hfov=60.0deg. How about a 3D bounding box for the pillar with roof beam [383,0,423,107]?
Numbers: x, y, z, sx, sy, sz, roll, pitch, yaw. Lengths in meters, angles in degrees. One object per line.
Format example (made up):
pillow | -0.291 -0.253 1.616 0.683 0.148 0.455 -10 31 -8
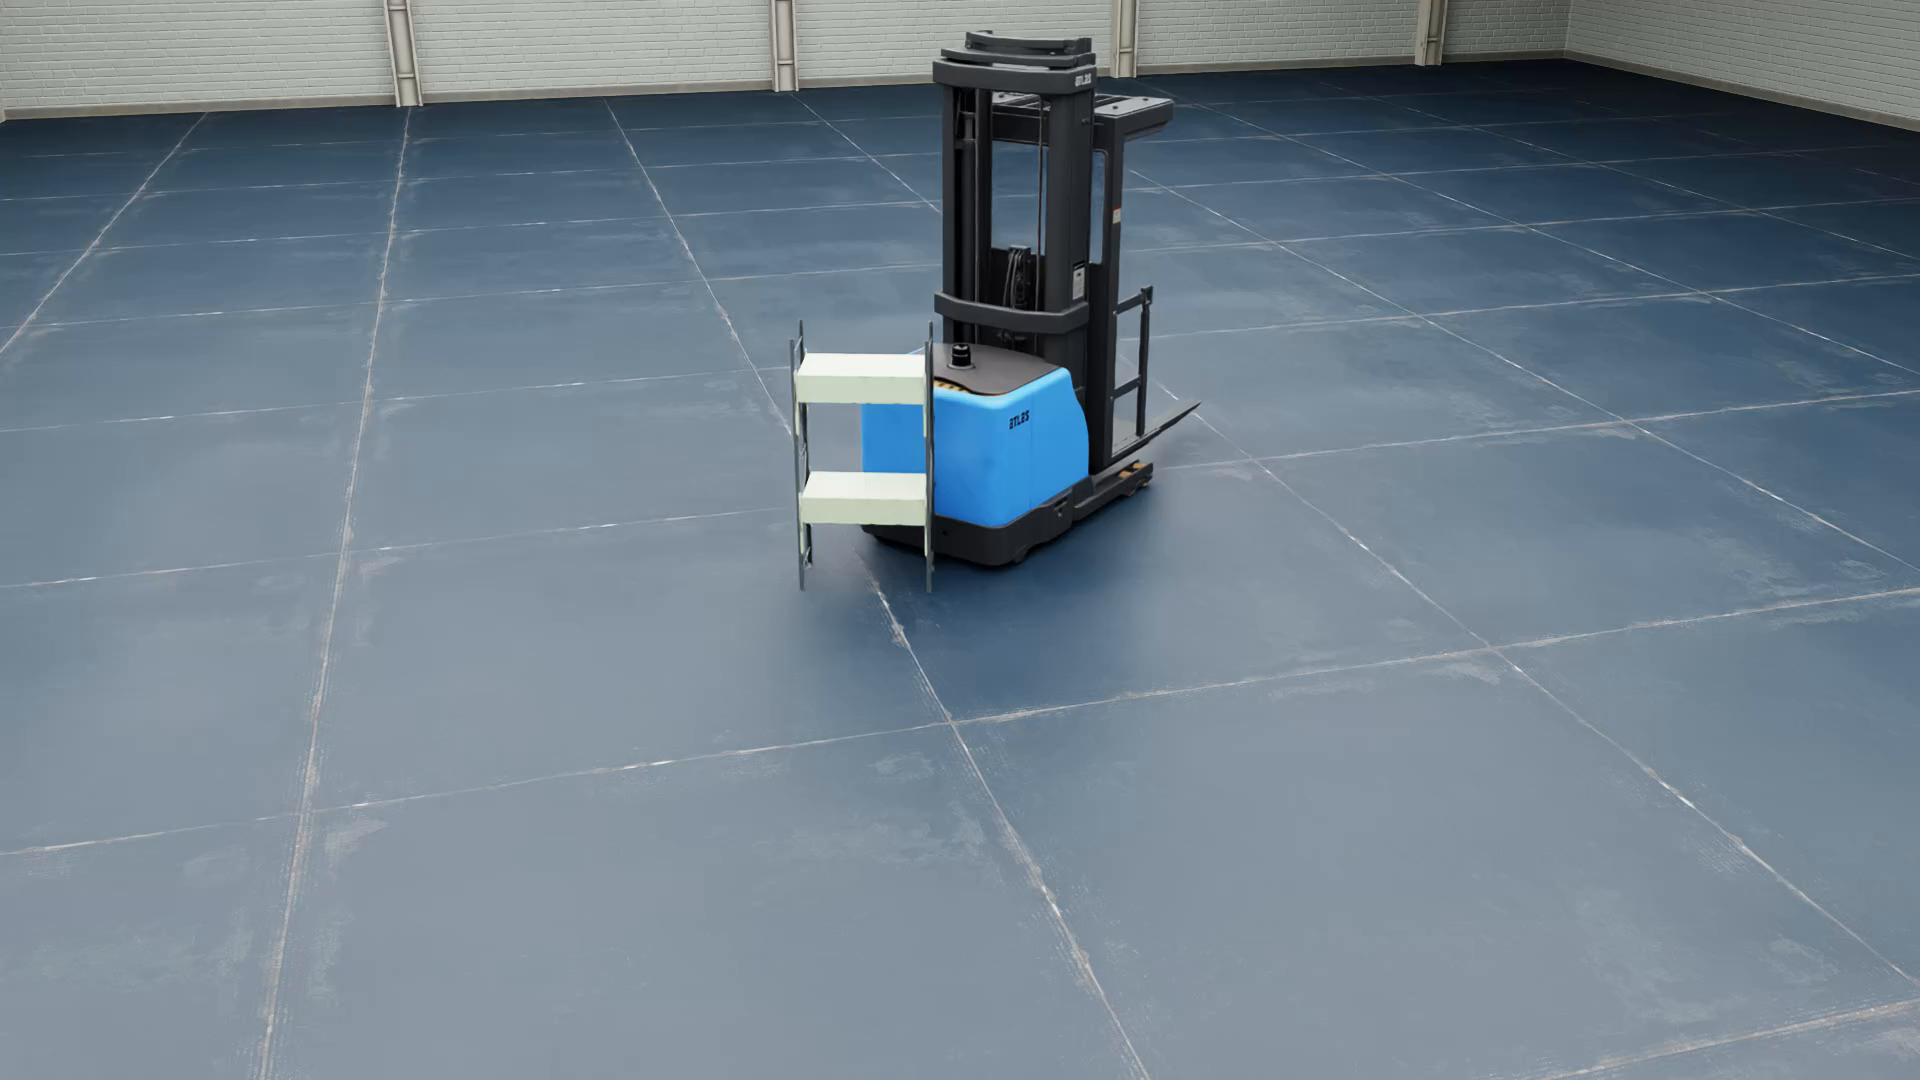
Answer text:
pillar with roof beam | -7.527 -9.377 20.691 0.400 9.000 9.100 -6 24 -14

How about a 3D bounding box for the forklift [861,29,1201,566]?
forklift | 0.627 -1.726 10.555 1.130 2.935 3.031 15 27 31

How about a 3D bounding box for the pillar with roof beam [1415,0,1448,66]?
pillar with roof beam | 9.804 -11.294 25.159 0.400 9.000 9.100 -6 24 -14

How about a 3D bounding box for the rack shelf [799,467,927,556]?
rack shelf | -0.535 -0.166 9.561 0.720 0.370 0.431 1 23 3

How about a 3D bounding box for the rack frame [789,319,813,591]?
rack frame | -0.901 -0.472 9.449 0.023 1.500 0.400 1 23 3

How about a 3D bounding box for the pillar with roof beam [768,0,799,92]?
pillar with roof beam | -1.750 -10.016 22.180 0.400 9.000 9.100 -6 24 -14

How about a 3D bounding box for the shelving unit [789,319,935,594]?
shelving unit | -0.535 -0.465 9.432 0.755 1.500 0.431 1 23 3

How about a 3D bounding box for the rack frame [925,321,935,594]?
rack frame | -0.169 -0.458 9.416 0.023 1.500 0.400 1 23 3

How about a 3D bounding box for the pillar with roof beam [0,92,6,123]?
pillar with roof beam | -13.304 -8.738 19.202 0.400 9.000 9.100 -6 24 -14

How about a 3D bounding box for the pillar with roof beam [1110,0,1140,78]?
pillar with roof beam | 4.027 -10.655 23.670 0.400 9.000 9.100 -6 24 -14

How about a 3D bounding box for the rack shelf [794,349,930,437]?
rack shelf | -0.535 -0.824 9.279 0.720 0.370 0.431 1 23 3
